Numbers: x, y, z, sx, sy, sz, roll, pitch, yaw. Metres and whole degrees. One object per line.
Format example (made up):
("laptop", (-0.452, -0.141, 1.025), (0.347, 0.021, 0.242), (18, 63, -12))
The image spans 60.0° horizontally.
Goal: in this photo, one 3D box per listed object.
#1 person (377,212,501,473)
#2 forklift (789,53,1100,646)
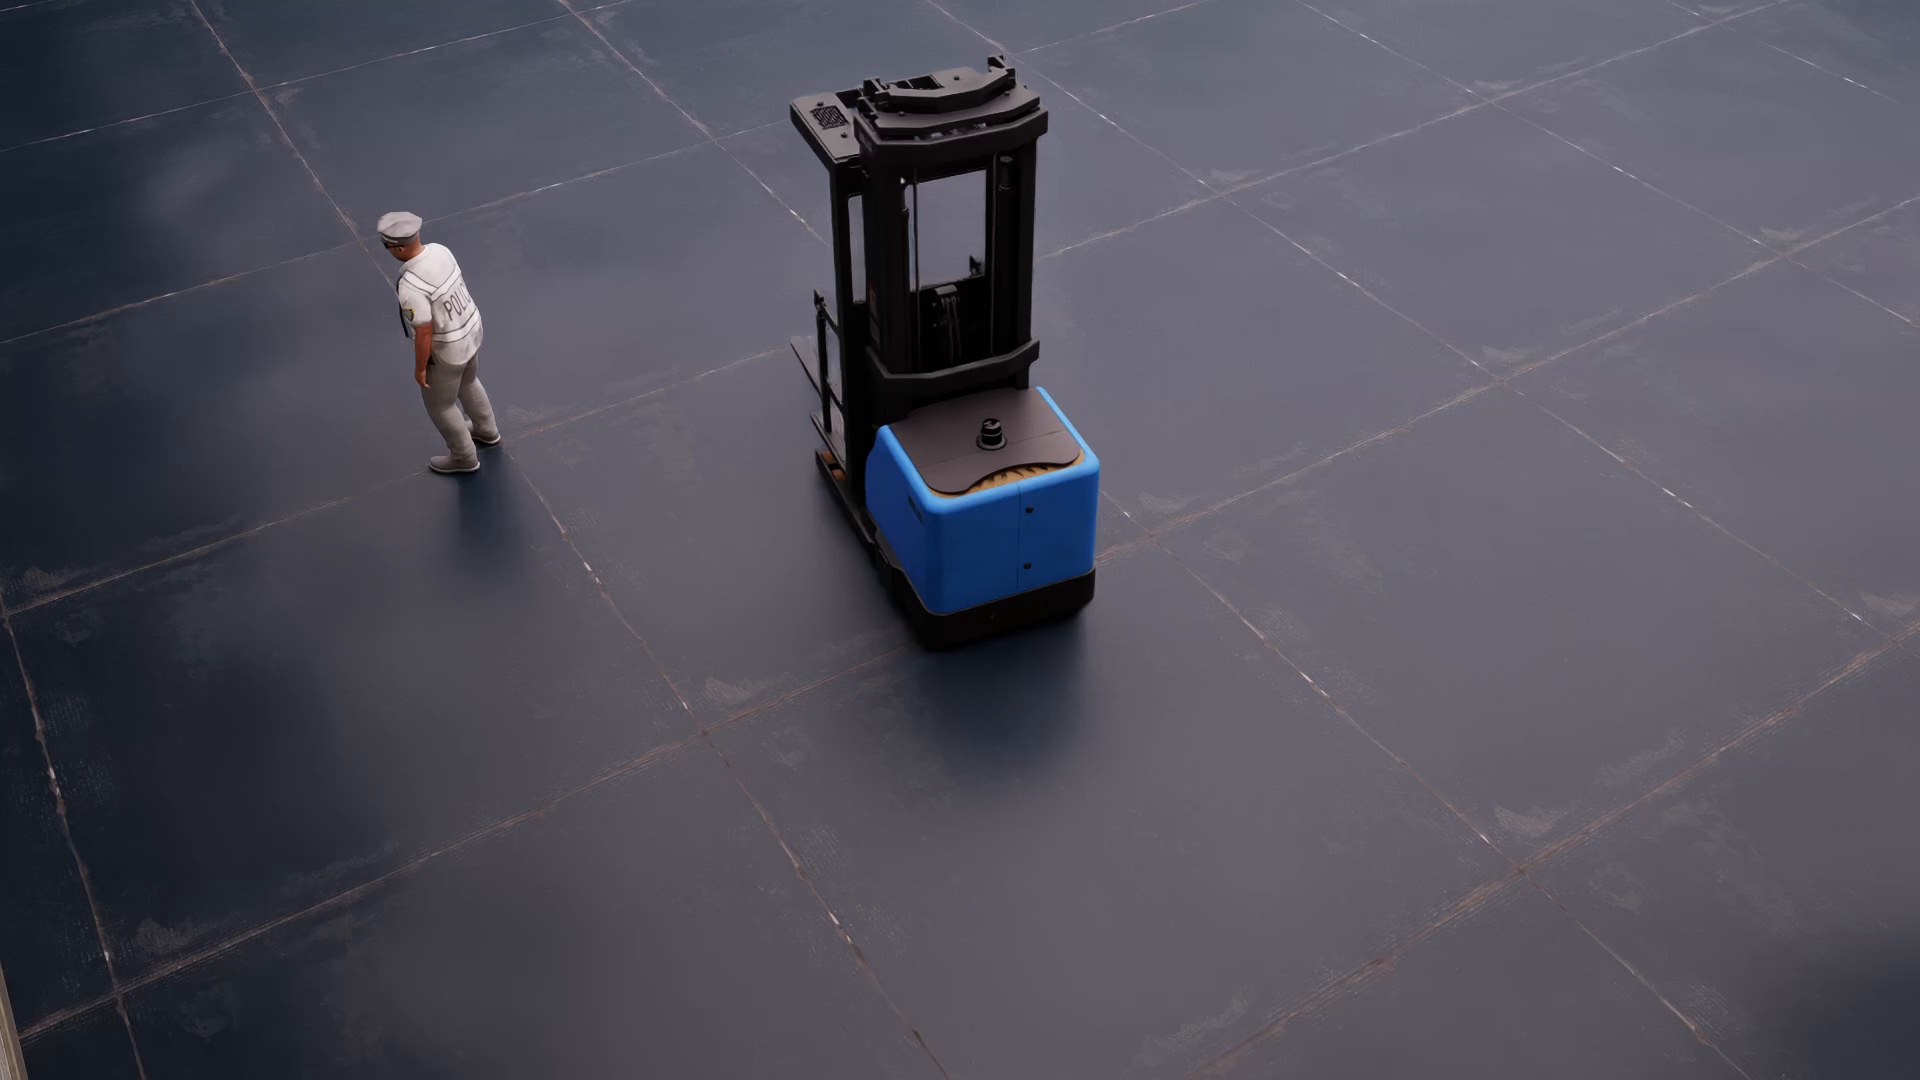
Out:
("person", (-3.143, -1.195, 10.136), (0.443, 1.747, 0.604), (8, 42, 10))
("forklift", (-0.264, -1.484, 9.569), (1.130, 2.935, 3.031), (-15, 43, -17))
